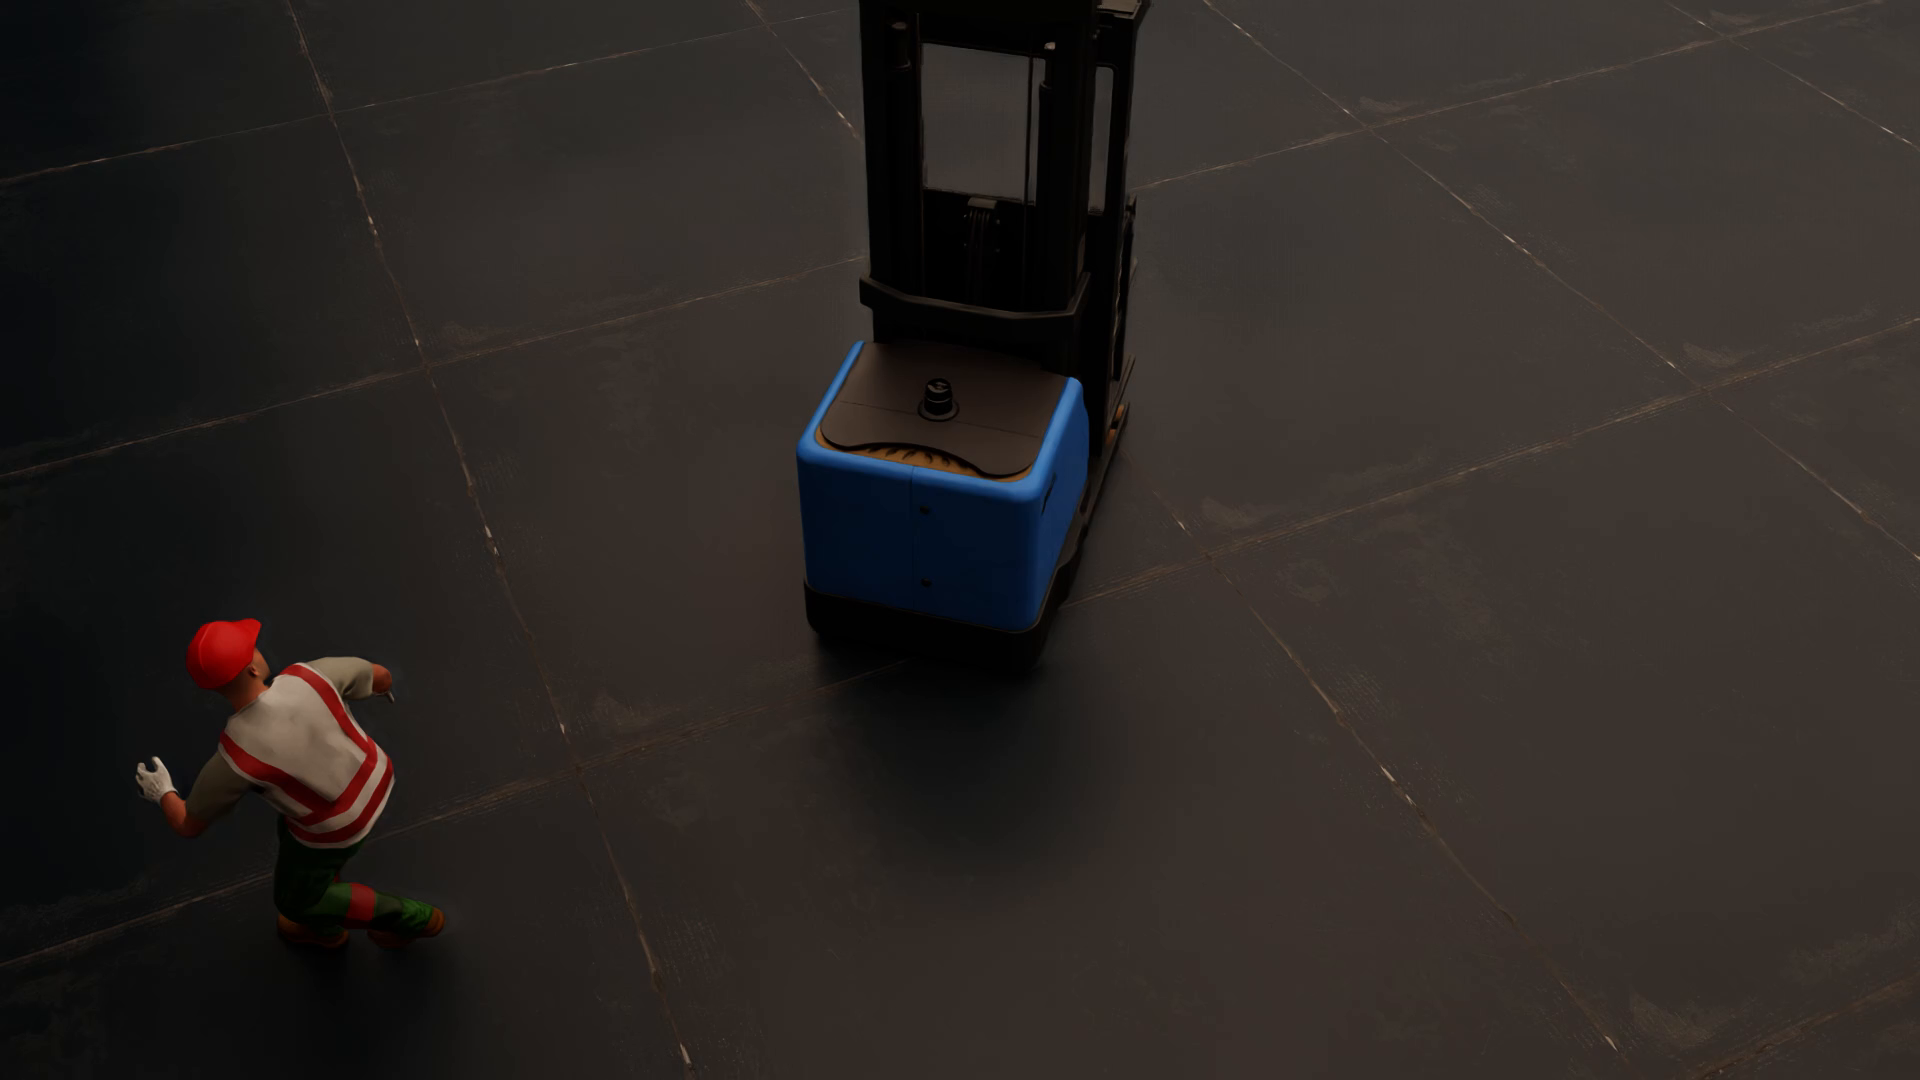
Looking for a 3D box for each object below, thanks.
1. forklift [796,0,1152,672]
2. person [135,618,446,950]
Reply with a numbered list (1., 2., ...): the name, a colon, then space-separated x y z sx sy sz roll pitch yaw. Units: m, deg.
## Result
1. forklift: 0.224 -1.528 7.318 1.130 2.935 3.031 11 44 12
2. person: -2.297 0.816 5.751 0.852 1.644 0.895 10 44 10
